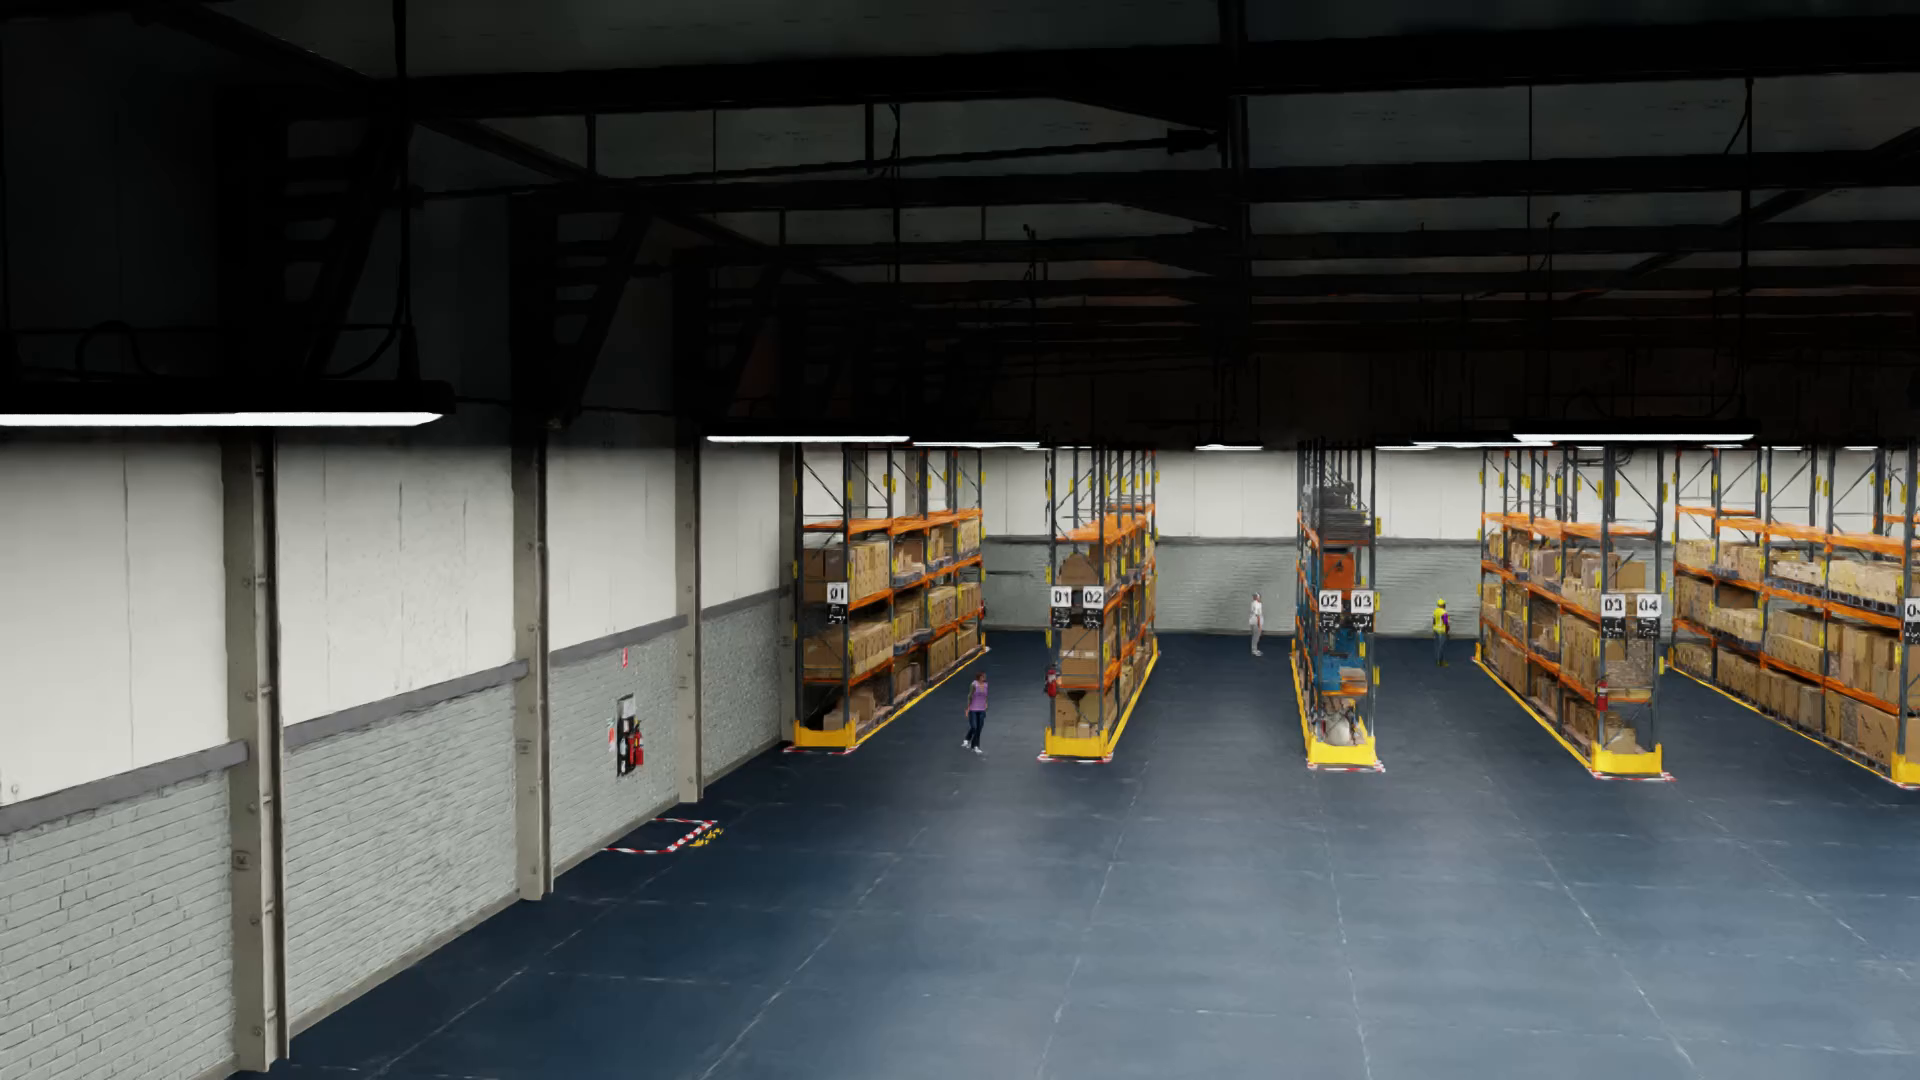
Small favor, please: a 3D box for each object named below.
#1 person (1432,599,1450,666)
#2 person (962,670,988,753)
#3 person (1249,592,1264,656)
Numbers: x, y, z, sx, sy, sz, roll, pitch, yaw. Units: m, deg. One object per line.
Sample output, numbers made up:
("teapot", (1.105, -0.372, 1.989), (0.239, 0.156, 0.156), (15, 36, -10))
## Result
("person", (12.945, 2.462, 44.616), (0.453, 1.768, 0.632), (-1, 3, -18))
("person", (0.298, 3.249, 31.702), (0.473, 1.589, 0.476), (-2, 3, -29))
("person", (8.356, 2.351, 46.800), (0.421, 1.762, 0.654), (0, 3, -4))
